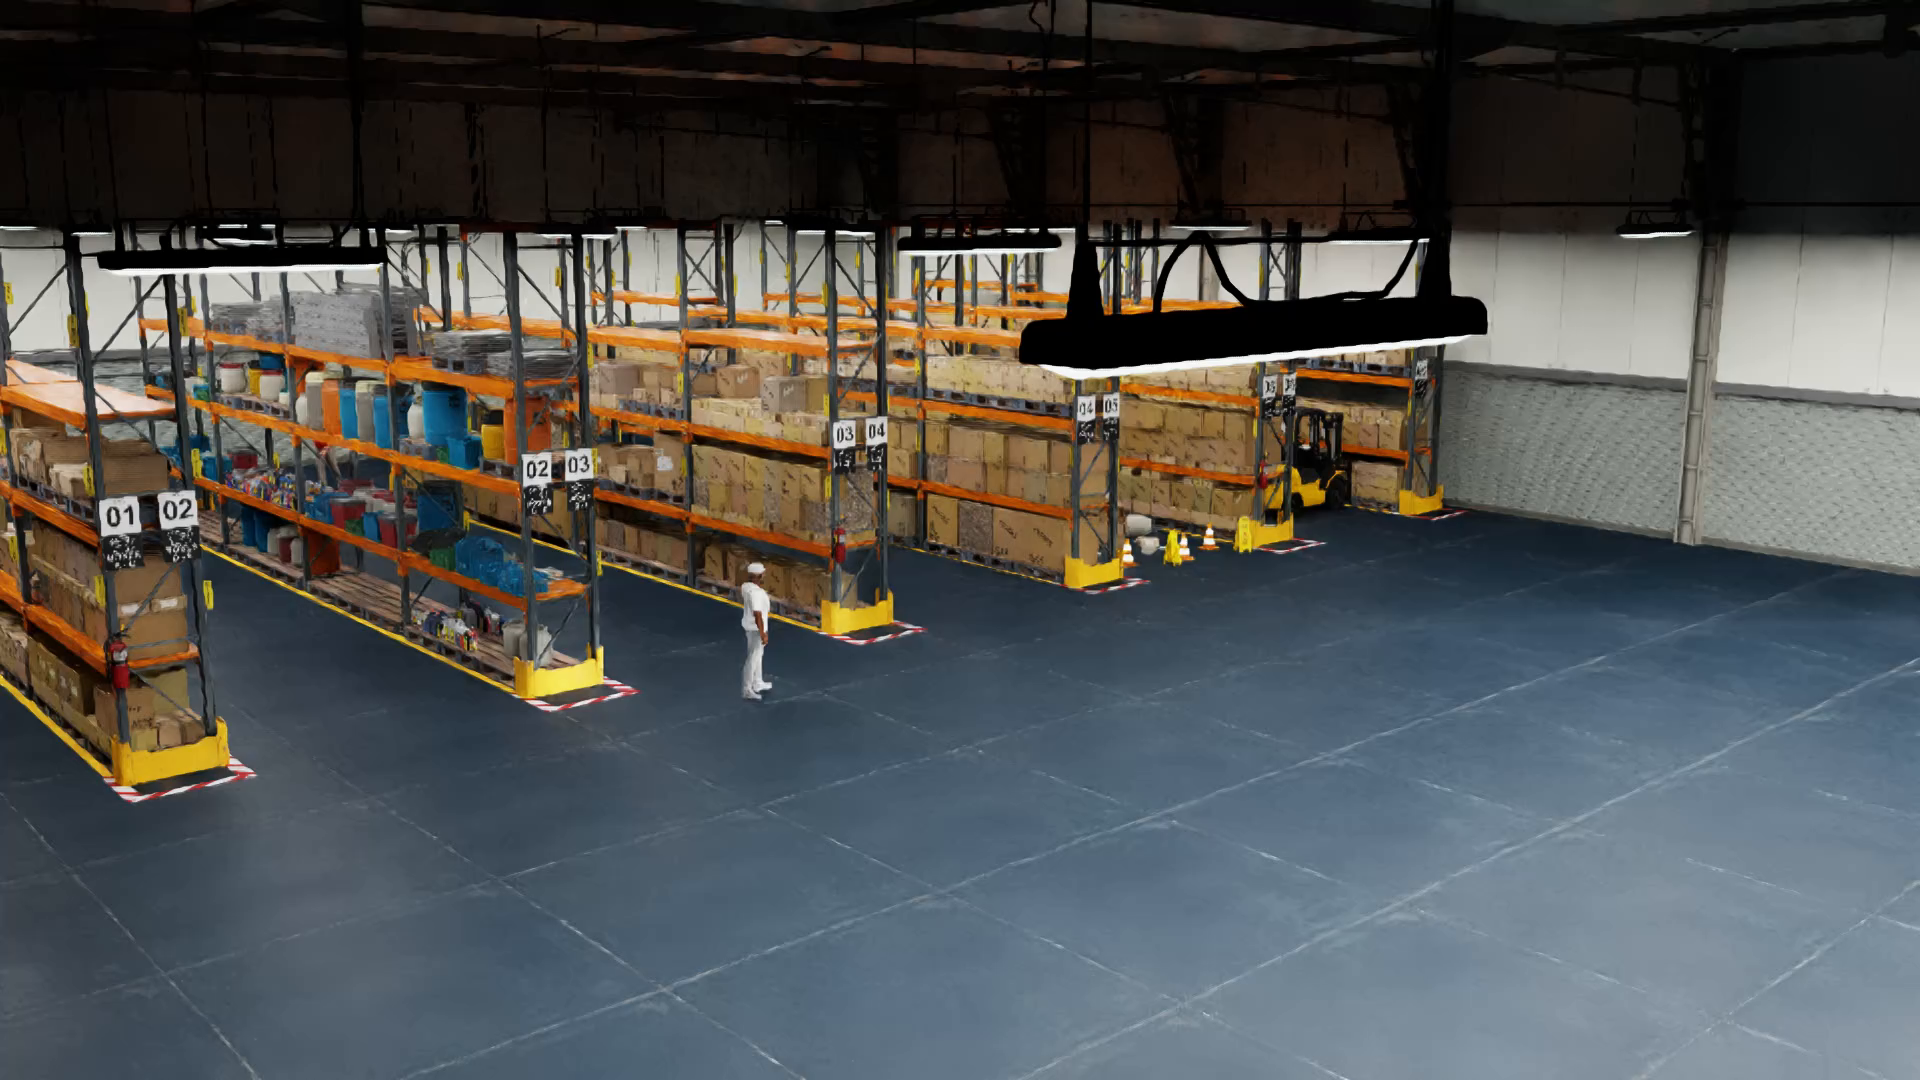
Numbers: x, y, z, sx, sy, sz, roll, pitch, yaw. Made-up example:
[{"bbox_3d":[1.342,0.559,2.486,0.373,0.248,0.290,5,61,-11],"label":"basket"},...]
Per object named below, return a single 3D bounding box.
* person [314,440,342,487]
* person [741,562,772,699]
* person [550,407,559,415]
[{"bbox_3d":[-14.230,-1.973,37.320,0.570,1.706,0.721,4,12,20],"label":"person"},{"bbox_3d":[-2.651,1.157,21.658,0.464,1.764,0.649,-3,12,-15],"label":"person"},{"bbox_3d":[-10.202,-2.714,41.316,0.499,1.589,0.472,2,12,10],"label":"person"}]
